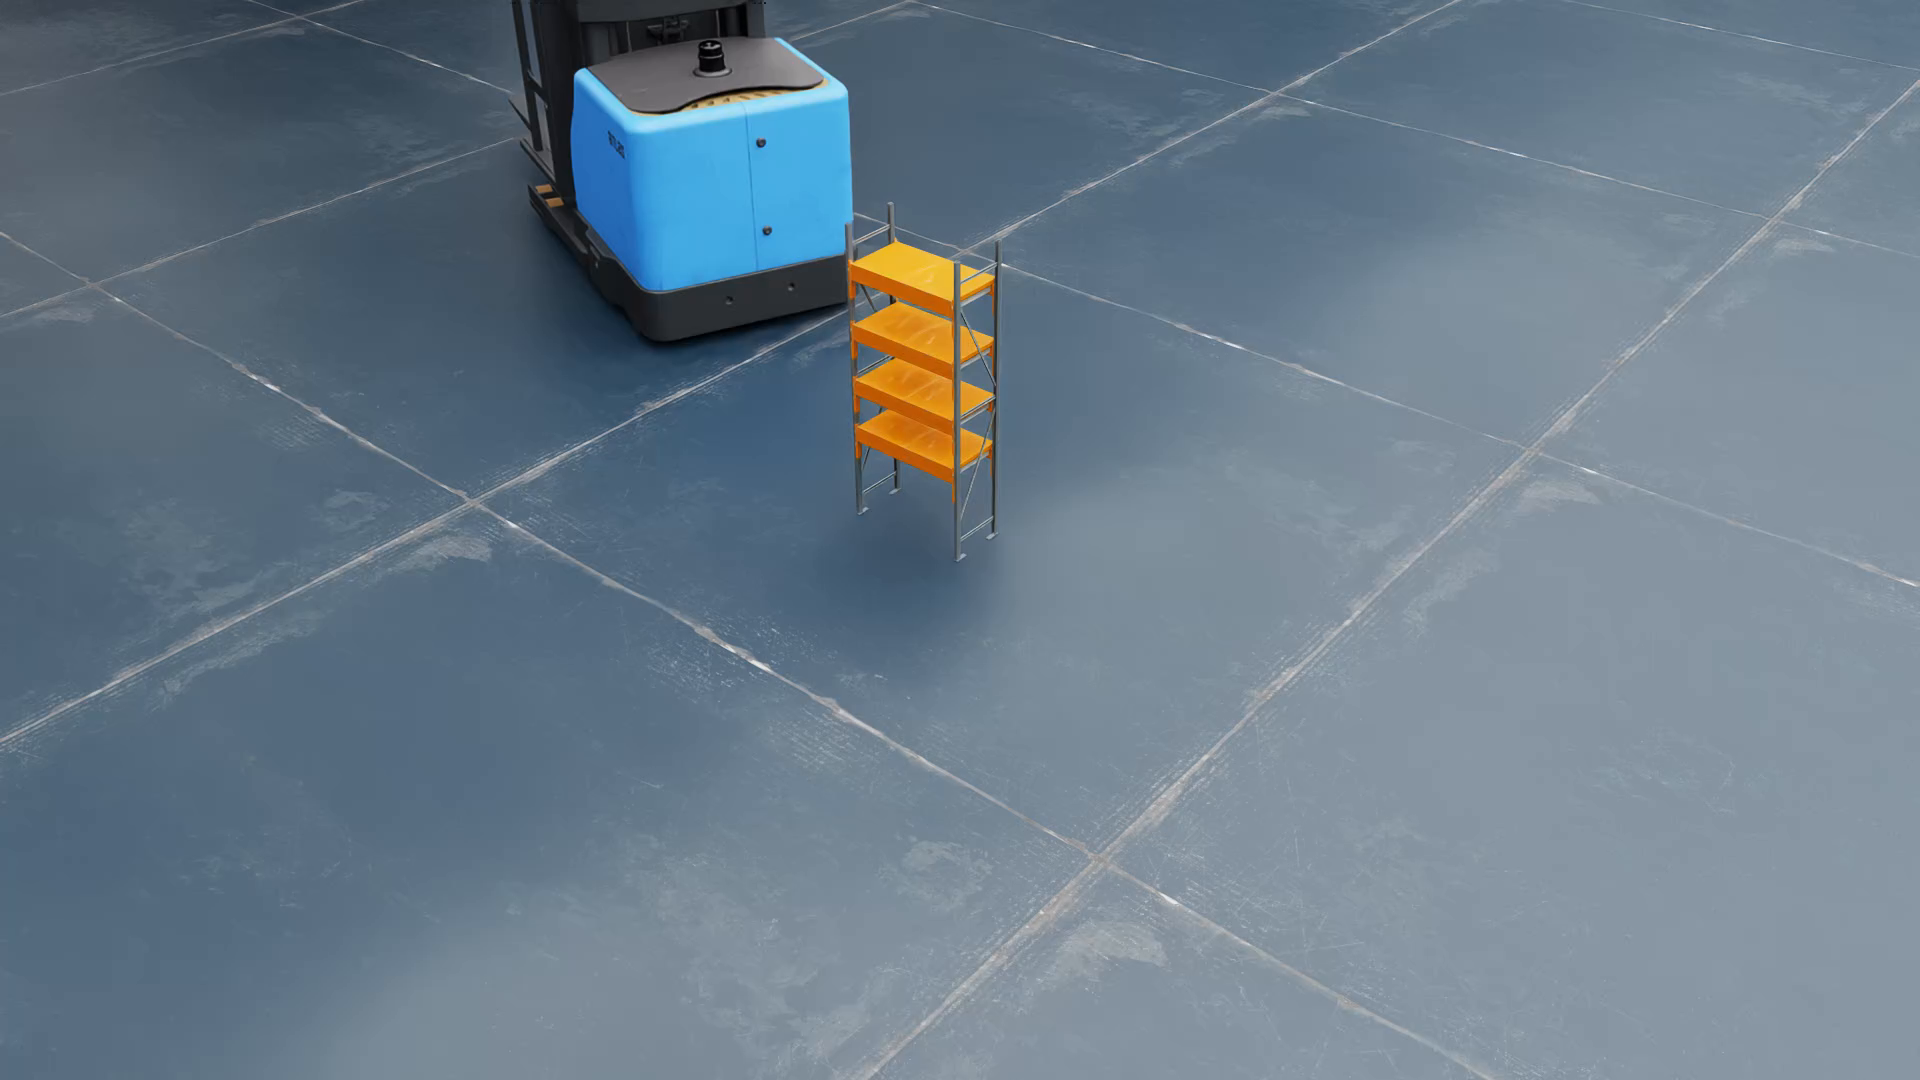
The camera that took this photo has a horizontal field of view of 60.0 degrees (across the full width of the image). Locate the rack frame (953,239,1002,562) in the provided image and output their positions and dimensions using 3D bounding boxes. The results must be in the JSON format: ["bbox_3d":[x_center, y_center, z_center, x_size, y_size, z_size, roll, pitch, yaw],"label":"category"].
[{"bbox_3d":[0.060,-0.466,5.869,0.015,1.200,0.240,25,42,32],"label":"rack frame"}]

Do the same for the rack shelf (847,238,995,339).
[{"bbox_3d":[-0.127,-0.878,5.775,0.480,0.148,0.258,25,42,32],"label":"rack shelf"}]

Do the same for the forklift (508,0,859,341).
[{"bbox_3d":[-1.601,-2.910,7.898,1.130,2.935,3.031,-16,38,-22],"label":"forklift"}]

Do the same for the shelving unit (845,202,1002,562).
[{"bbox_3d":[-0.127,-0.555,5.998,0.503,1.200,0.258,25,42,32],"label":"shelving unit"}]

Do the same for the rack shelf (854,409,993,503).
[{"bbox_3d":[-0.127,-0.335,6.148,0.480,0.148,0.258,25,42,32],"label":"rack shelf"}]

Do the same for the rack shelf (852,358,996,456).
[{"bbox_3d":[-0.127,-0.499,6.036,0.480,0.148,0.258,25,42,32],"label":"rack shelf"}]

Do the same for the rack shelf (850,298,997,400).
[{"bbox_3d":[-0.127,-0.683,5.909,0.480,0.148,0.258,25,42,32],"label":"rack shelf"}]

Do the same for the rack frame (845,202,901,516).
[{"bbox_3d":[-0.315,-0.643,6.126,0.015,1.200,0.240,25,42,32],"label":"rack frame"}]
